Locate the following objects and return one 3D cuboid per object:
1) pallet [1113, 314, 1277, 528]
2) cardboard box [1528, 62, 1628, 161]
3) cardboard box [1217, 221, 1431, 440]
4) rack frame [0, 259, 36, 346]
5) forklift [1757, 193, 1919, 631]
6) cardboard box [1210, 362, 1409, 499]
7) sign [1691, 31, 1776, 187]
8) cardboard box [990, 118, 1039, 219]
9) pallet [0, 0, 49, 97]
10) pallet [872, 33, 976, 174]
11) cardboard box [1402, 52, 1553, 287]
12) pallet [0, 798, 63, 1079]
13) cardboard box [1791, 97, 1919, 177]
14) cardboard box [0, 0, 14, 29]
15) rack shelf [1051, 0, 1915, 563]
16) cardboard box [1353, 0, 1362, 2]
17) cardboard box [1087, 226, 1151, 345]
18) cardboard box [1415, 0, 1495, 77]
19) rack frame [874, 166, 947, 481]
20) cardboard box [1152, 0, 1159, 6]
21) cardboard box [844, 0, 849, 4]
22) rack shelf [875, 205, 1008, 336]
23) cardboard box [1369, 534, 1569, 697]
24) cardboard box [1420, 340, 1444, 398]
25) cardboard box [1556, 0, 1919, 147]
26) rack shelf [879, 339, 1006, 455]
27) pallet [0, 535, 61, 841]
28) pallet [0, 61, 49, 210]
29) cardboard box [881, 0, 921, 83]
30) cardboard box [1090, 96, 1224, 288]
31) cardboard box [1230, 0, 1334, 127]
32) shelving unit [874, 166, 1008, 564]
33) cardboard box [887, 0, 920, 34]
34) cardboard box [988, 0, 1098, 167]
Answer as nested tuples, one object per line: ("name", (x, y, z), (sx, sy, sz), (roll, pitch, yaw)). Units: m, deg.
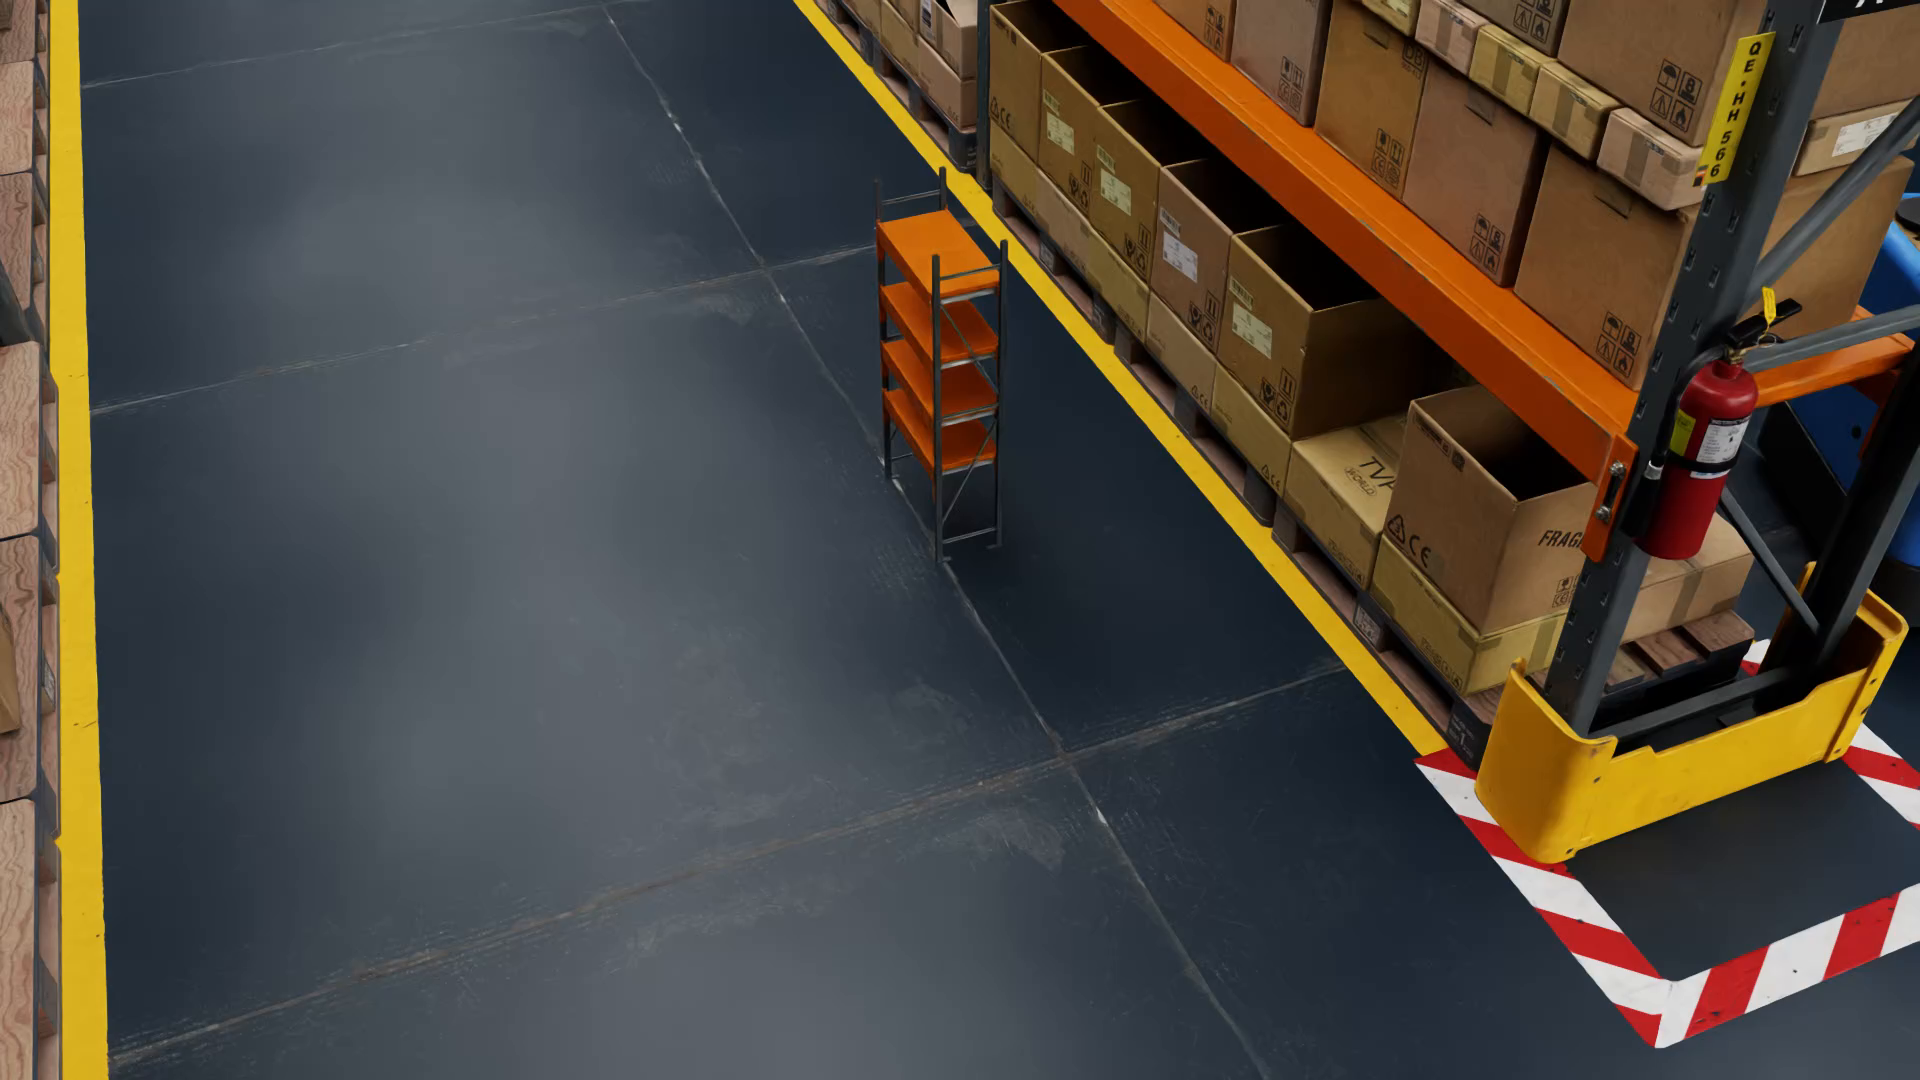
("pallet", (1.294, -0.601, 6.287), (1.003, 0.211, 1.213), (-15, 43, -17))
("cardboard box", (1.665, -1.098, 4.152), (0.380, 0.149, 0.250), (-14, 43, -16))
("cardboard box", (1.212, -0.723, 5.502), (0.500, 0.500, 0.500), (-15, 43, -17))
("rack frame", (-4.017, -1.646, 5.363), (1.000, 3.000, 0.127), (-15, 43, -17))
("forklift", (4.412, -1.123, 4.807), (3.031, 2.935, 1.130), (0, 41, 0))
("cardboard box", (1.215, -0.439, 5.747), (0.500, 0.250, 0.500), (-15, 43, -17))
("sign", (1.582, -0.876, 3.399), (0.100, 0.325, 0.005), (-15, 43, -17))
("cardboard box", (0.455, -1.646, 7.150), (0.500, 0.250, 0.500), (-15, 43, -17))
("pallet", (-5.250, -2.527, 8.527), (1.003, 0.211, 1.213), (-15, 43, -17))
("pallet", (0.240, -2.261, 8.217), (1.003, 0.211, 1.213), (-15, 43, -17))
("cardboard box", (1.716, -1.112, 4.666), (0.700, 0.500, 0.500), (-14, 43, -16))
("pallet", (-2.794, 1.277, 4.103), (1.003, 0.211, 1.213), (-15, 43, -17))
("cardboard box", (2.137, -1.048, 4.094), (0.380, 0.149, 0.250), (-15, 43, -17))
("cardboard box", (-5.224, -2.854, 8.348), (0.700, 0.500, 0.500), (-15, 43, -16))
("rack shelf", (1.323, -1.406, 5.637), (1.077, 0.370, 4.000), (-15, 43, -17))
("cardboard box", (1.269, -1.720, 4.876), (0.380, 0.149, 0.250), (-14, 43, -16))
("cardboard box", (0.828, -1.041, 6.446), (0.500, 0.250, 0.500), (-15, 43, -17))
("cardboard box", (1.473, -1.404, 4.508), (0.380, 0.149, 0.250), (-15, 43, -16))
("rack frame", (-0.157, -0.702, 5.646), (0.240, 1.200, 0.015), (-15, 43, -17))
("cardboard box", (0.941, -2.340, 6.094), (0.700, 0.500, 0.500), (-16, 43, -17))
("cardboard box", (-0.450, -3.098, 8.839), (0.500, 0.250, 0.500), (-14, 43, -16))
("rack shelf", (-0.063, -0.853, 5.219), (0.258, 0.148, 0.480), (-15, 43, -17))
("cardboard box", (1.610, 0.160, 5.050), (0.500, 0.250, 0.500), (-15, 43, -17))
("cardboard box", (1.693, -0.853, 5.652), (0.500, 0.500, 0.500), (-15, 43, -17))
("cardboard box", (1.901, -1.320, 3.913), (0.700, 0.500, 0.500), (-15, 43, -17))
("rack shelf", (-0.063, -0.504, 5.519), (0.258, 0.148, 0.480), (-15, 43, -17))
("pallet", (-3.257, 0.543, 4.956), (1.003, 0.211, 1.213), (-15, 43, -17))
("pallet", (-4.787, -1.793, 7.673), (1.003, 0.211, 1.213), (-15, 43, -17))
("cardboard box", (-0.060, -2.483, 8.124), (0.500, 0.250, 0.500), (-16, 43, -18))
("cardboard box", (0.829, -1.325, 6.202), (0.500, 0.500, 0.500), (-15, 43, -17))
("cardboard box", (1.327, -1.728, 5.383), (0.700, 0.500, 0.500), (-14, 43, -16))
("shelving unit", (-0.063, -0.555, 5.475), (0.258, 1.200, 0.503), (-15, 43, -17))
("cardboard box", (-0.067, -2.697, 7.943), (0.500, 0.311, 0.500), (-14, 43, -16))
("cardboard box", (0.446, -1.927, 6.902), (0.500, 0.500, 0.500), (-15, 43, -17))
